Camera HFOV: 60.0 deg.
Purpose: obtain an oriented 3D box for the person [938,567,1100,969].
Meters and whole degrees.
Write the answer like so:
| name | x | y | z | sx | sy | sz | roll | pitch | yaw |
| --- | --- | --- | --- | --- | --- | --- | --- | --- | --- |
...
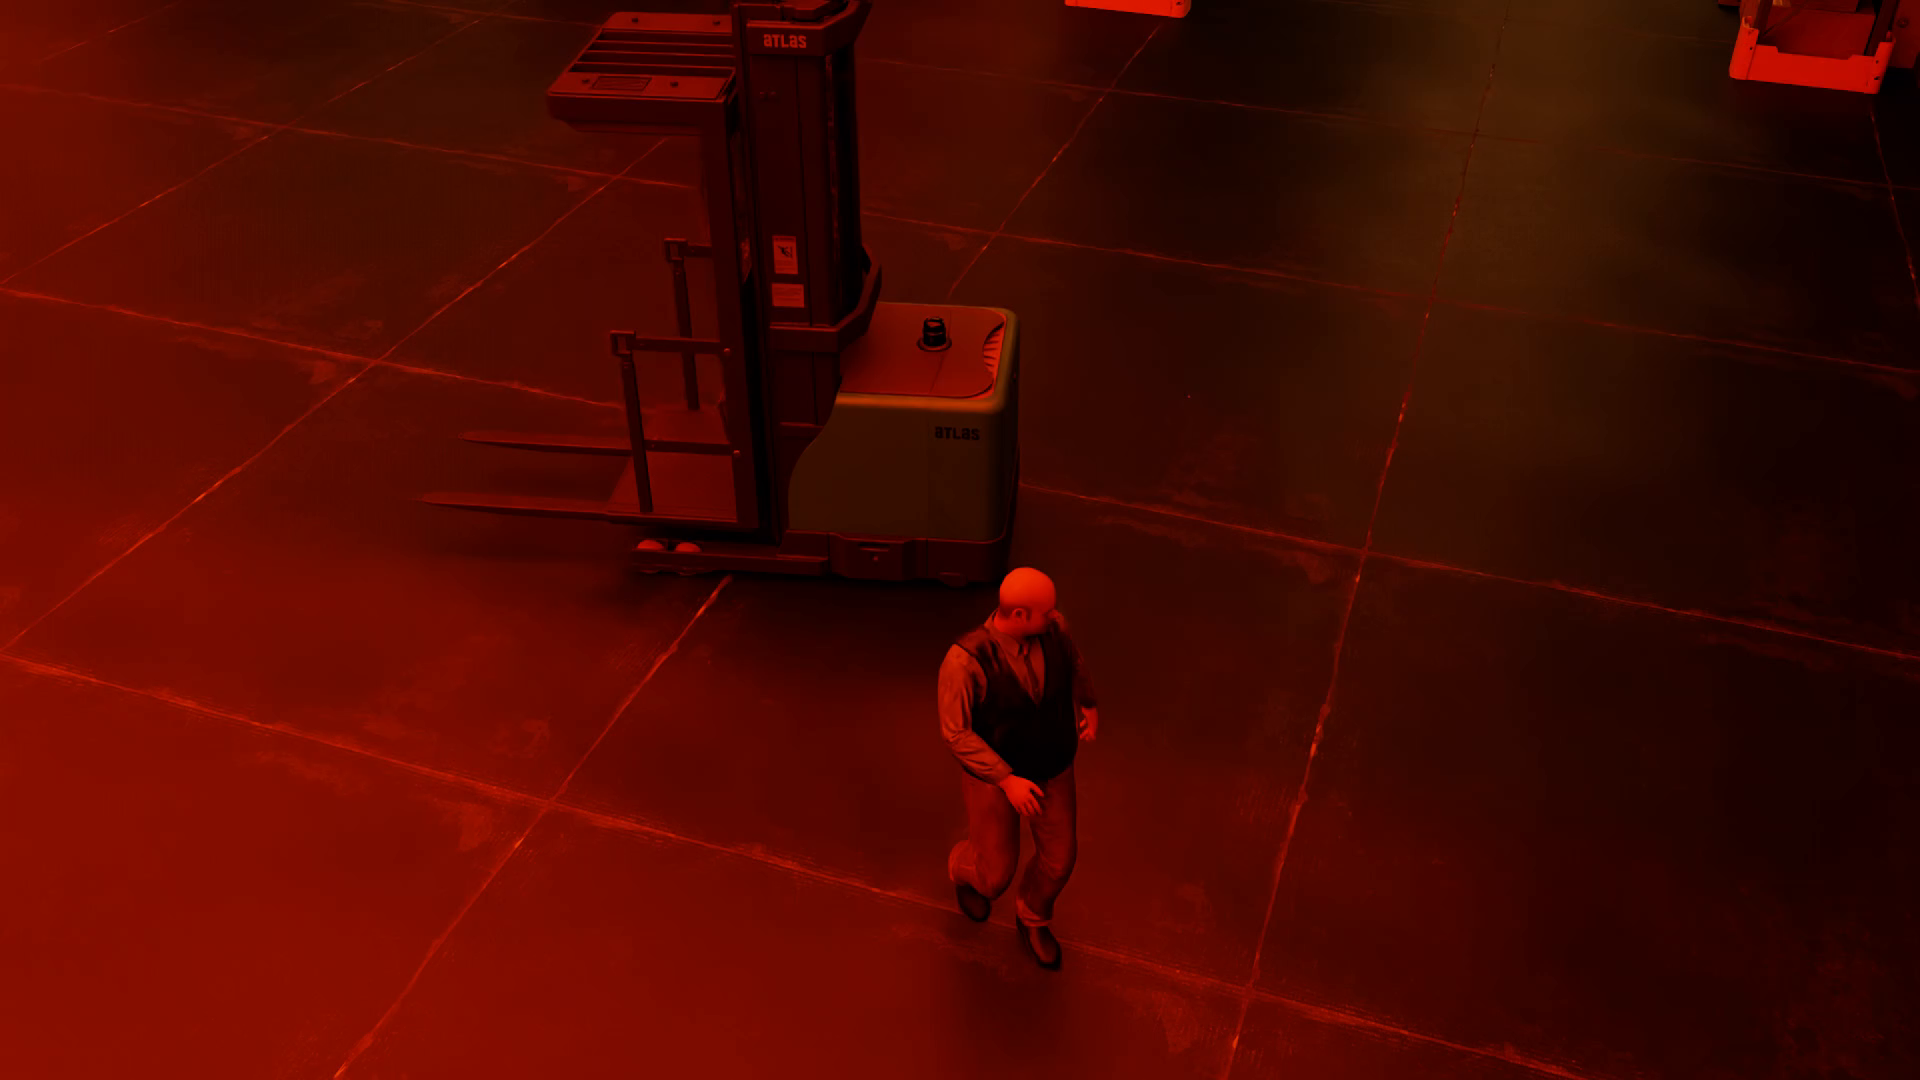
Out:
| name | x | y | z | sx | sy | sz | roll | pitch | yaw |
| --- | --- | --- | --- | --- | --- | --- | --- | --- | --- |
| person | 0.255 | 0.817 | 6.054 | 0.705 | 1.673 | 0.555 | -12 | 37 | -17 |

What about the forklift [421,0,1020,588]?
| name | x | y | z | sx | sy | sz | roll | pitch | yaw |
| --- | --- | --- | --- | --- | --- | --- | --- | --- | --- |
| forklift | -1.234 | -1.316 | 7.967 | 3.031 | 2.935 | 1.130 | 4 | 35 | 5 |
